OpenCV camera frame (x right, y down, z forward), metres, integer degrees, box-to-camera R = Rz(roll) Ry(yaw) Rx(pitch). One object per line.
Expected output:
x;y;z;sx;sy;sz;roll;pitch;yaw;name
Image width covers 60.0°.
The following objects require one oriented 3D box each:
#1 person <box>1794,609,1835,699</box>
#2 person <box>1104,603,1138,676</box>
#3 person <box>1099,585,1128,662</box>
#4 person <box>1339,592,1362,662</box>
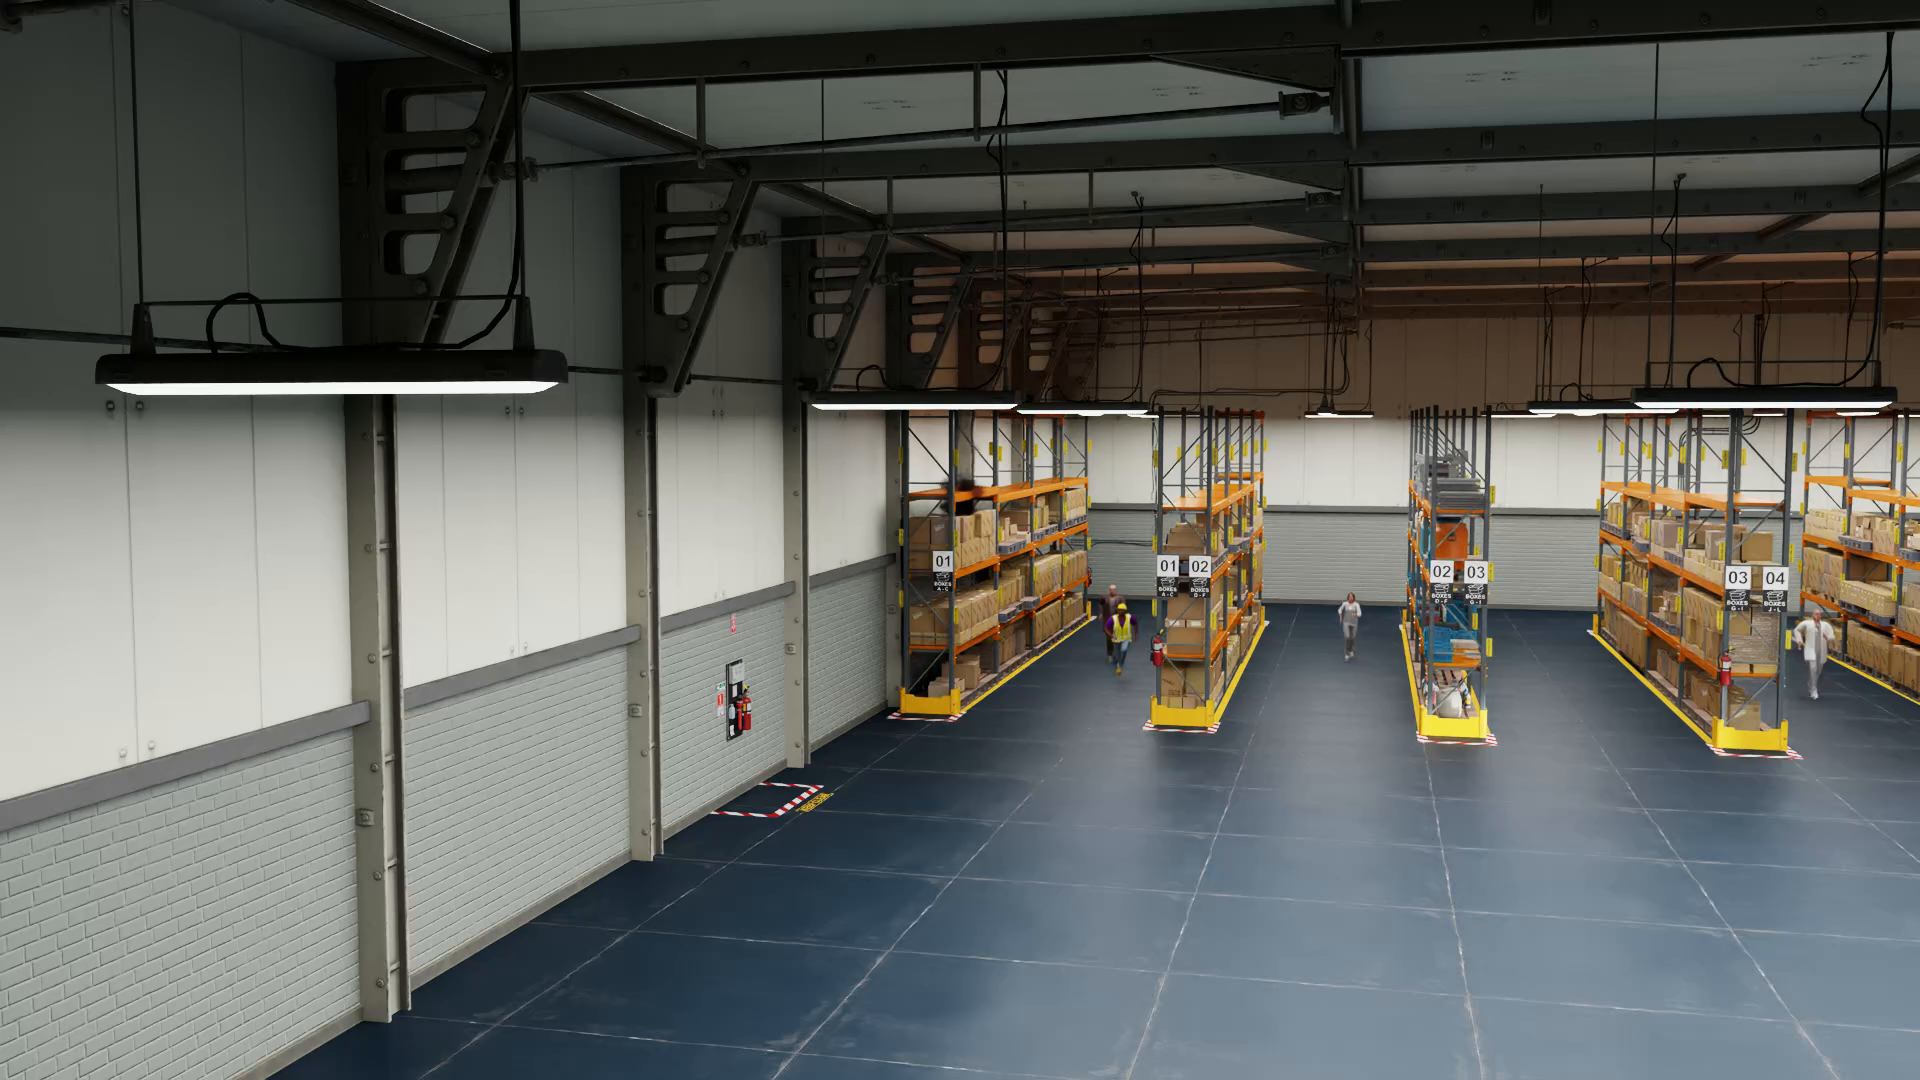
17.778;2.335;34.565;0.678;1.815;0.884;1;4;9;person
3.518;2.191;36.324;0.725;1.651;1.009;0;4;6;person
3.643;1.961;39.609;0.690;1.789;1.046;0;4;5;person
9.334;2.064;39.786;0.510;1.642;0.733;1;4;8;person
